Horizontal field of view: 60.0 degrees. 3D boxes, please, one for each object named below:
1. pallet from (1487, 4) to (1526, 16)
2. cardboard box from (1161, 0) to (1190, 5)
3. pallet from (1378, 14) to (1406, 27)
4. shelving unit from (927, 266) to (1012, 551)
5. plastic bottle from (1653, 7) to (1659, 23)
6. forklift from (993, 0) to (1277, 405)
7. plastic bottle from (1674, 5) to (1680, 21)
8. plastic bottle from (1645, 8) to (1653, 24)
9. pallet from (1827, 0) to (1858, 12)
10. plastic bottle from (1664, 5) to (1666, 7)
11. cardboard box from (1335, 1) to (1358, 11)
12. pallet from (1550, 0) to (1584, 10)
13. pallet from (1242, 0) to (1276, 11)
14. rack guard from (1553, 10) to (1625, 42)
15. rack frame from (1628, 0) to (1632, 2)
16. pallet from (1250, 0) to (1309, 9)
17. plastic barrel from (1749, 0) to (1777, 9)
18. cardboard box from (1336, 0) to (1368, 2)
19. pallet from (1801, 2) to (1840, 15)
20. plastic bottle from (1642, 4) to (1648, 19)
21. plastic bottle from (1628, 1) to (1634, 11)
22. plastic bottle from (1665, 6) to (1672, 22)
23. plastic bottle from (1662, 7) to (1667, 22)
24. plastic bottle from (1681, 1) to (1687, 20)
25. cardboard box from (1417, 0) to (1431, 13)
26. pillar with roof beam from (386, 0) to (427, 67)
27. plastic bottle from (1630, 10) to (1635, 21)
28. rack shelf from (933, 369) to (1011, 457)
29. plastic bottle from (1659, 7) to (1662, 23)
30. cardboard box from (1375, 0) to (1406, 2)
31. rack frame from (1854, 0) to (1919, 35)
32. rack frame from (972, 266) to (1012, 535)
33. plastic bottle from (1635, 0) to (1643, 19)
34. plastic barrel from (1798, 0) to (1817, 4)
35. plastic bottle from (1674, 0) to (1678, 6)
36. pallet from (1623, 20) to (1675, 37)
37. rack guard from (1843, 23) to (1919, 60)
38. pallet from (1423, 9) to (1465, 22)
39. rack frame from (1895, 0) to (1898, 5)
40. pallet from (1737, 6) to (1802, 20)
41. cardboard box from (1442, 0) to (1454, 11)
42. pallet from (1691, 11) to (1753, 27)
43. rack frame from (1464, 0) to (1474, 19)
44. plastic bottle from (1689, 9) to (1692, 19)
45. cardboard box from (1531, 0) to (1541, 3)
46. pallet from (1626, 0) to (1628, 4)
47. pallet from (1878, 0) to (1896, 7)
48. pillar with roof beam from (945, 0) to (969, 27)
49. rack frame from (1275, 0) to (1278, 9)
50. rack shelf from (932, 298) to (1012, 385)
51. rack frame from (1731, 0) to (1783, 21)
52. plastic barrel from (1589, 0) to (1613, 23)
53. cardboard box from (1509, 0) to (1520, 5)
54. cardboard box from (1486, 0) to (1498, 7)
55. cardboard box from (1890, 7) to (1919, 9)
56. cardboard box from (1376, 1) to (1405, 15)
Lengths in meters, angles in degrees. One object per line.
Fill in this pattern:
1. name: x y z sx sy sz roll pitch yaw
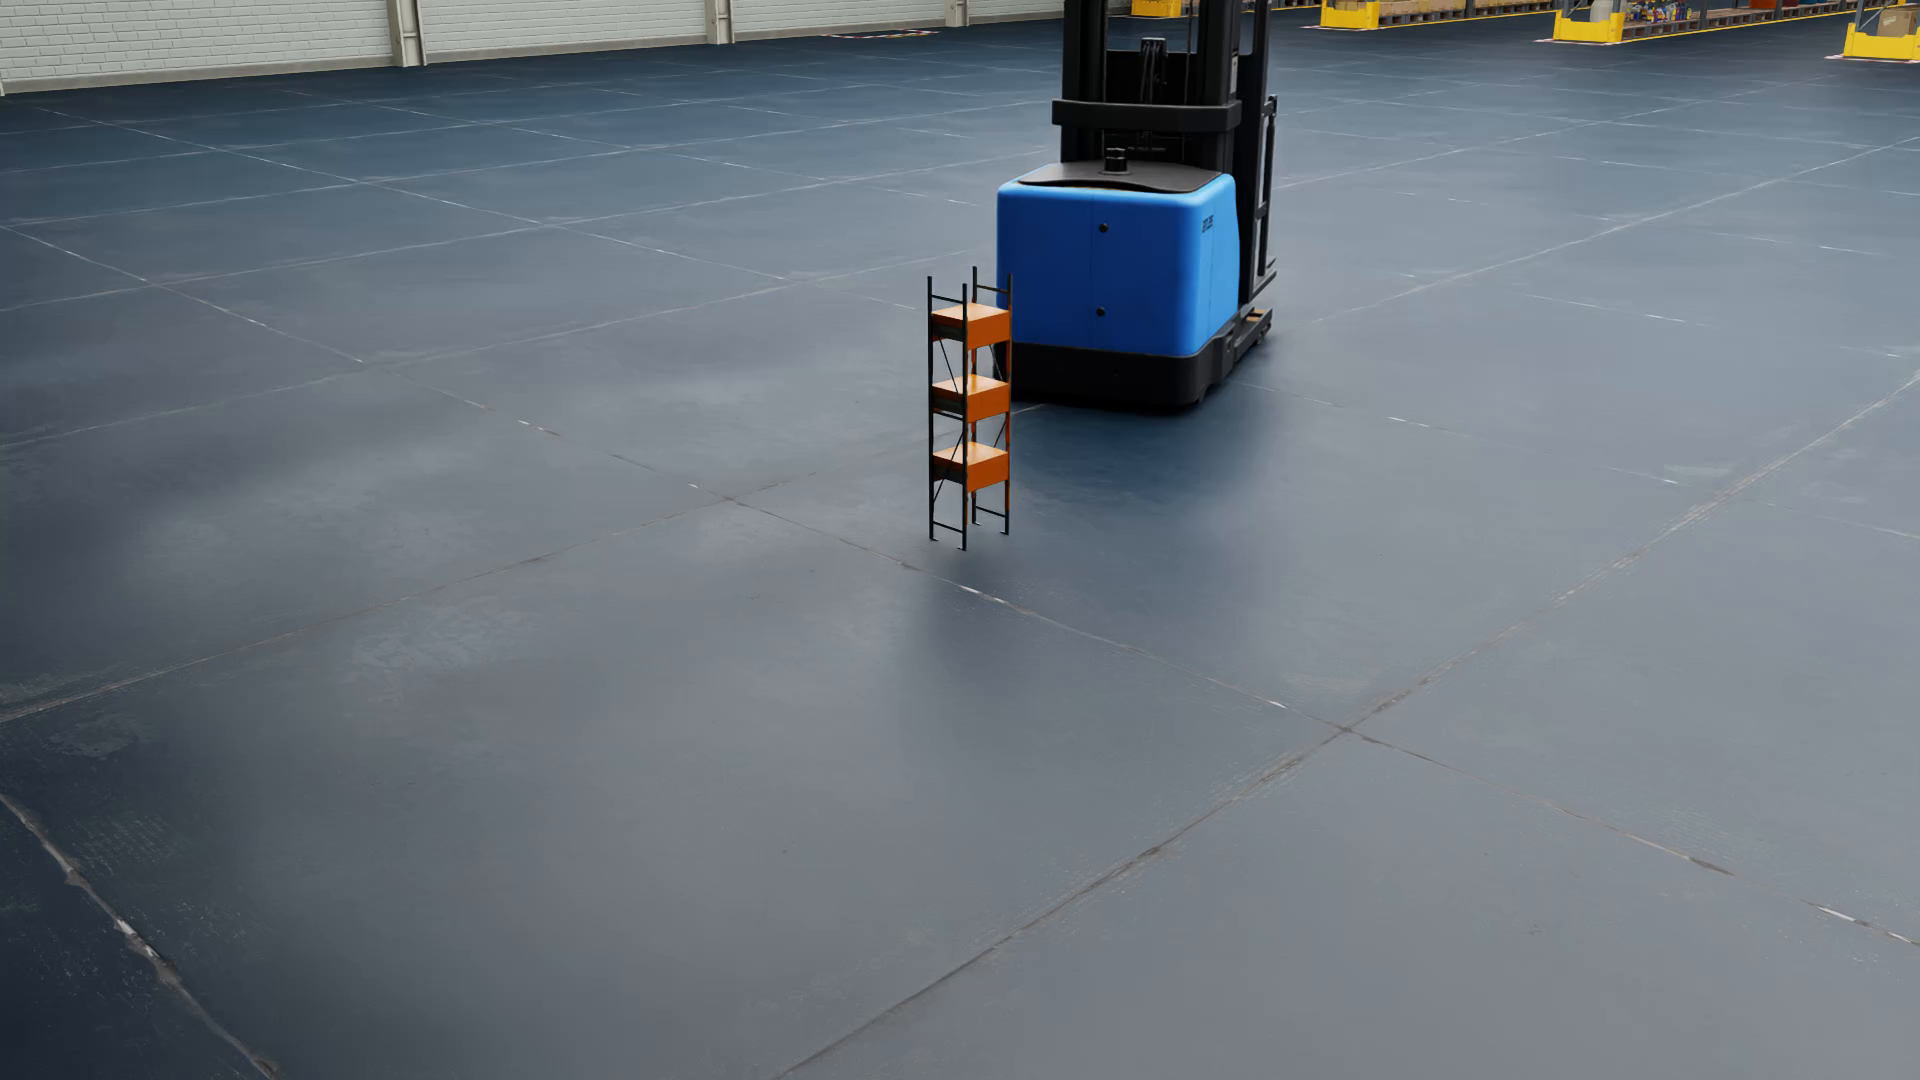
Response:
1. pallet: 11.930 -11.919 37.291 1.003 0.211 1.213 19 28 41
2. cardboard box: 4.798 -12.023 36.808 0.500 0.311 0.500 15 26 35
3. pallet: 8.306 -10.584 33.817 1.003 0.211 1.213 19 28 41
4. shelving unit: 0.037 -0.504 6.422 0.215 1.050 0.252 19 28 41
5. plastic bottle: 13.008 -9.817 31.107 0.133 0.283 0.061 -20 28 -41
6. forklift: 1.167 -2.519 9.043 1.130 2.935 3.031 8 22 20
7. plastic bottle: 13.679 -10.064 31.750 0.133 0.283 0.061 -18 27 -39
8. plastic bottle: 12.837 -9.758 30.970 0.097 0.271 0.097 0 21 0
9. pallet: 20.206 -12.420 38.592 1.003 0.211 1.213 19 28 41
10. plastic bottle: 13.446 -10.052 31.720 0.061 0.283 0.133 19 28 41
11. cardboard box: 7.965 -10.803 33.747 0.500 0.250 0.500 19 28 41
12. pallet: 13.932 -12.616 39.103 1.003 0.211 1.213 19 28 41
13. pallet: 6.598 -12.462 38.704 1.003 0.211 1.213 19 28 41
14. rack guard: 11.369 -9.302 30.080 1.175 0.500 0.348 19 28 41
15. rack frame: 16.174 -14.763 40.803 1.000 3.000 0.127 19 28 41
16. pallet: 7.584 -12.844 39.698 1.003 0.211 1.213 19 28 41
17. plastic barrel: 17.259 -11.807 35.552 0.600 0.830 0.708 19 28 41
18. cardboard box: 7.964 -11.153 33.614 0.500 0.500 0.500 19 28 41
19. pallet: 19.152 -12.033 37.587 1.003 0.211 1.213 19 28 41
20. plastic bottle: 13.265 -10.227 32.190 0.097 0.271 0.097 0 21 0
21. plastic bottle: 12.851 -10.173 31.941 0.144 0.351 0.185 19 28 40
22. plastic bottle: 13.422 -9.989 31.566 0.135 0.276 0.152 -20 28 -41
23. plastic bottle: 13.288 -9.924 31.402 0.097 0.271 0.097 0 21 0
24. plastic bottle: 13.897 -10.197 32.003 0.144 0.351 0.185 18 28 39
25. cardboard box: 9.384 -11.058 34.412 0.500 0.250 0.500 19 28 41
26. pillar with roof beam: -5.353 -10.410 21.115 9.100 9.000 0.400 19 28 41
27. plastic bottle: 12.838 -10.037 31.794 0.097 0.201 0.097 0 21 0
28. rack shelf: 0.037 -0.494 6.426 0.215 0.259 0.240 19 28 41
29. plastic bottle: 13.146 -9.871 31.266 0.097 0.271 0.097 0 21 0
30. cardboard box: 8.684 -11.152 33.611 0.500 0.500 0.500 19 28 41
31. rack frame: 14.898 -9.198 26.325 1.000 3.000 0.127 19 28 41
32. rack frame: 0.122 -0.535 6.504 0.200 1.050 0.008 19 28 41
33. plastic bottle: 13.148 -10.283 32.225 0.144 0.351 0.185 18 27 38
34. plastic barrel: 18.835 -12.421 37.050 0.600 0.901 0.708 19 28 41
35. plastic bottle: 13.794 -10.233 32.097 0.144 0.351 0.185 19 28 41
36. pallet: 12.790 -9.687 31.483 1.003 0.211 1.213 19 28 41
37. rack guard: 14.951 -8.051 26.824 1.175 0.500 0.348 19 28 41
38. pallet: 10.008 -11.211 35.449 1.003 0.211 1.213 19 28 41
39. rack frame: 22.511 -14.551 40.250 1.000 3.000 0.127 19 28 41
40. pallet: 17.450 -11.406 35.955 1.003 0.211 1.213 19 28 41
41. cardboard box: 10.070 -11.319 35.090 0.500 0.250 0.500 19 28 41
42. pallet: 15.511 -10.691 34.096 1.003 0.211 1.213 19 28 41
43. rack frame: 10.593 -12.707 35.453 1.000 3.000 0.127 19 28 41
44. plastic bottle: 14.110 -10.194 32.202 0.097 0.201 0.097 0 21 0
45. cardboard box: 12.834 -12.318 37.688 0.500 0.250 0.500 19 28 40
46. pallet: 15.634 -13.243 40.735 1.003 0.211 1.213 19 28 41
47. pallet: 21.908 -13.047 40.224 1.003 0.211 1.213 19 28 41
48. pillar with roof beam: 3.018 -13.494 29.140 9.100 9.000 0.400 19 28 41
49. rack frame: 7.041 -13.946 38.676 1.000 3.000 0.127 19 28 41
50. rack shelf: 0.037 -0.759 6.324 0.215 0.259 0.240 19 28 41
51. rack frame: 16.930 -12.494 34.900 1.000 3.000 0.127 19 28 41
52. plastic barrel: 11.754 -9.661 30.411 0.421 0.512 0.421 0 21 0
53. cardboard box: 12.125 -12.056 37.008 0.500 0.250 0.500 -20 28 -41
54. cardboard box: 11.410 -11.792 36.320 0.500 0.250 0.500 -19 28 -41
55. cardboard box: 15.738 -8.546 27.527 0.500 0.500 0.500 -12 24 -28
56. cardboard box: 8.683 -10.803 33.746 0.500 0.250 0.500 19 28 41
